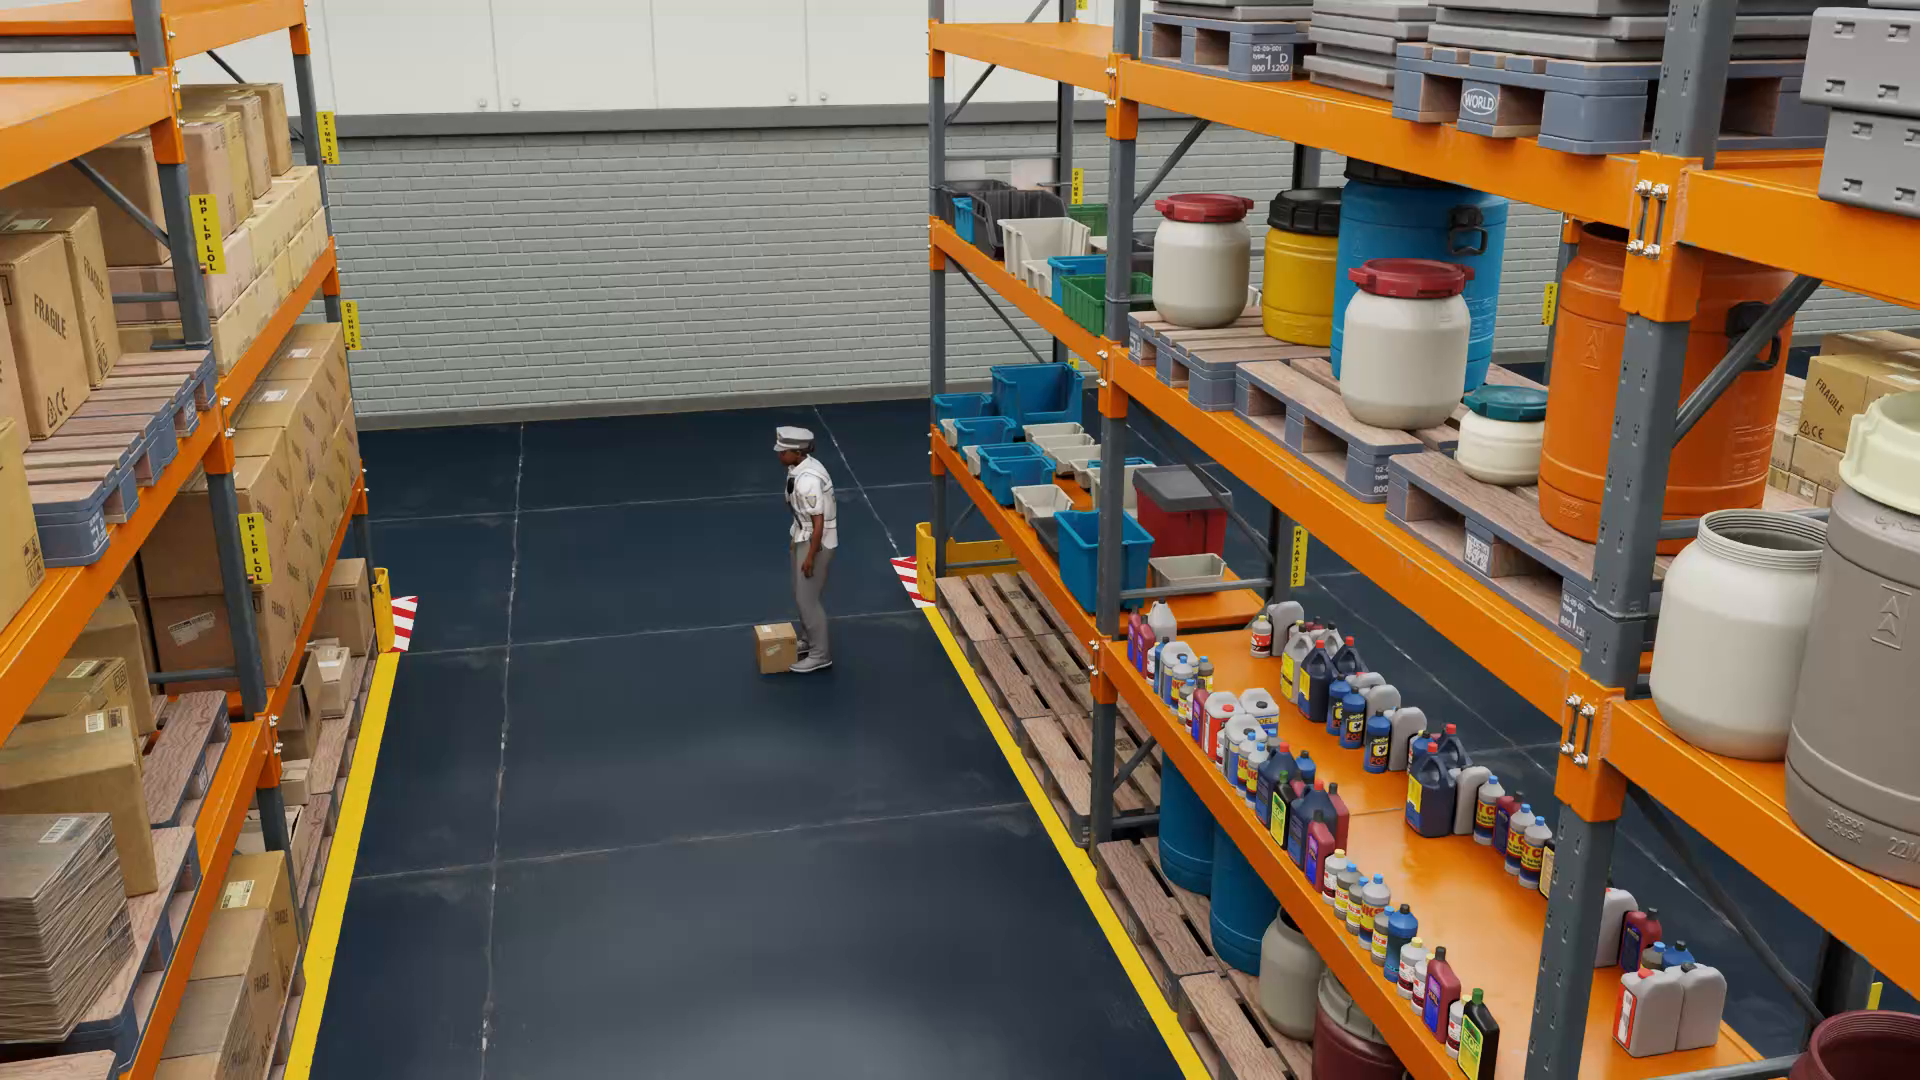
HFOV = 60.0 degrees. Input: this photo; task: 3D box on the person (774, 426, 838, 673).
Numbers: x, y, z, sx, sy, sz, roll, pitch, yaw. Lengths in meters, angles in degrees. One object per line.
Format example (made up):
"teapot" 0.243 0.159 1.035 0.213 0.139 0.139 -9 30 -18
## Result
"person" -1.017 0.046 11.033 0.398 1.659 0.521 -5 20 -14
